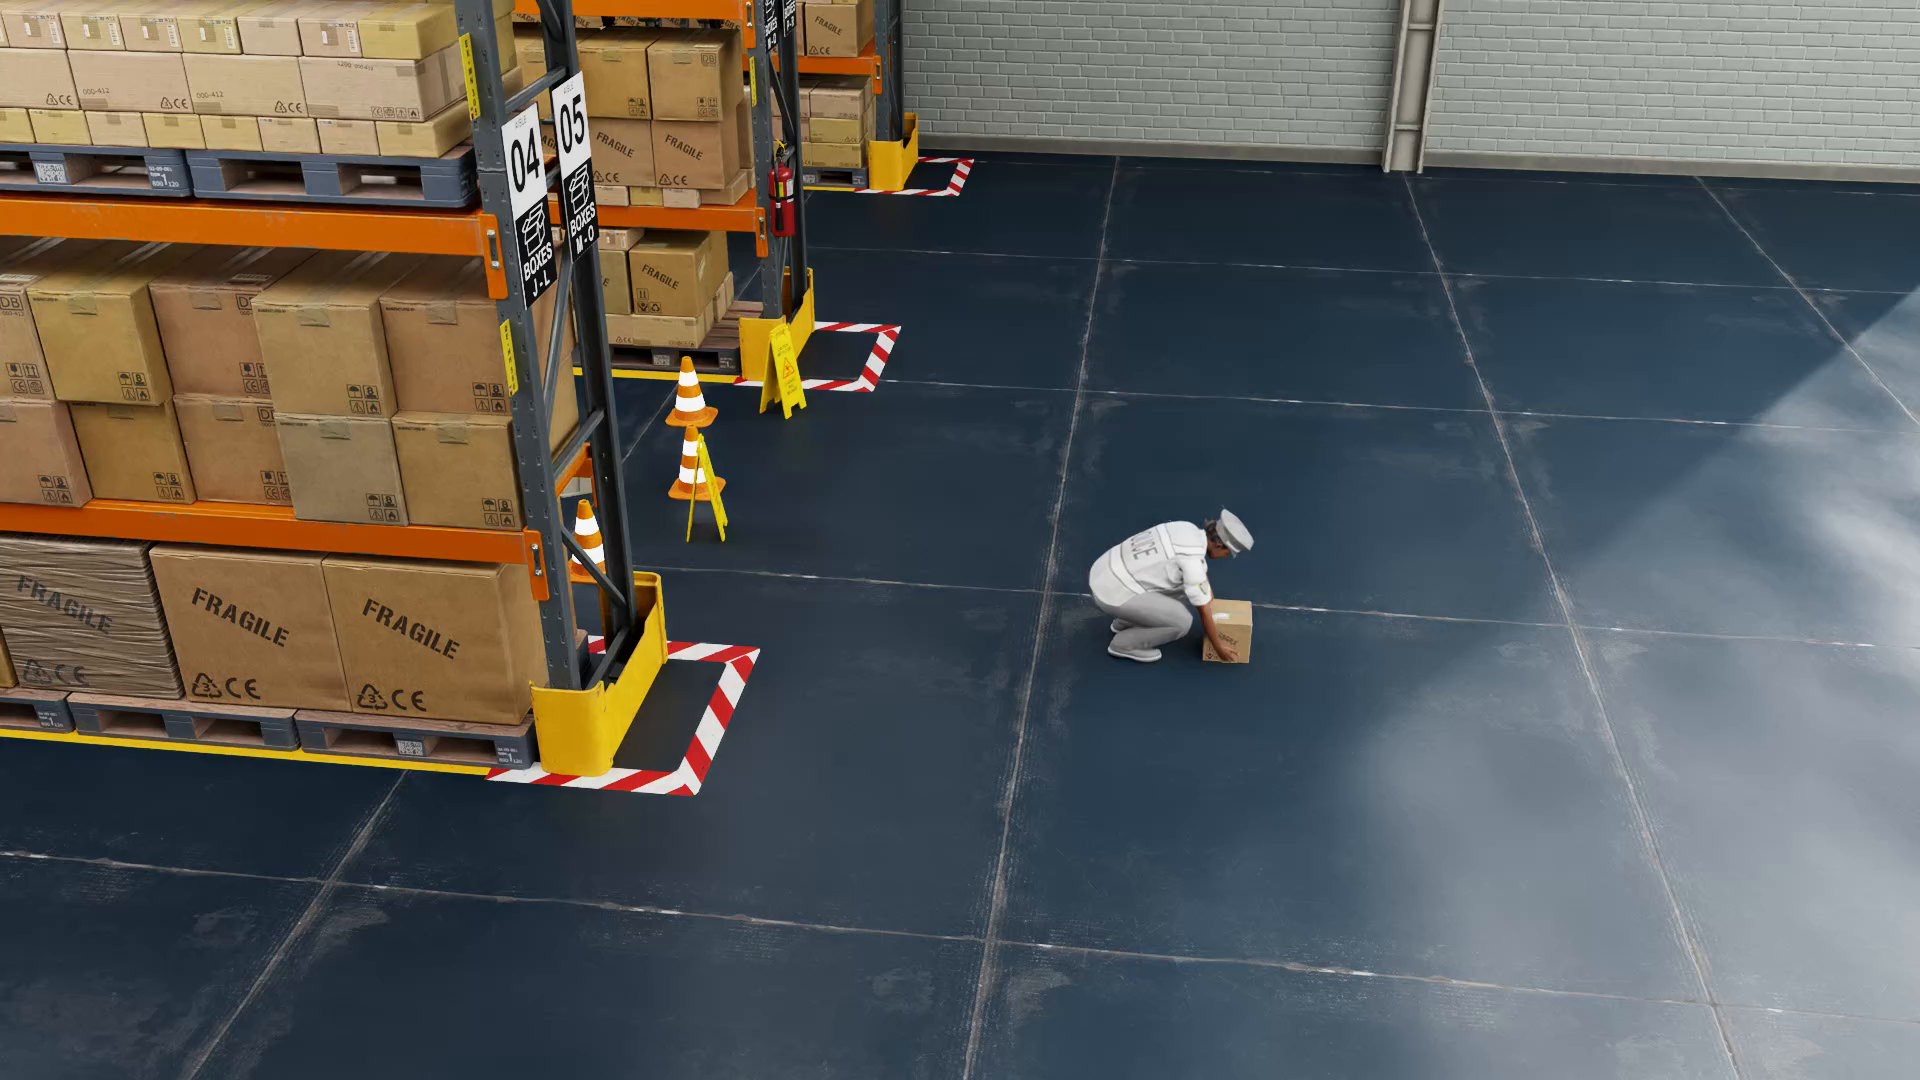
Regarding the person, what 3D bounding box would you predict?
[{"bbox_3d":[1.149,0.204,9.069,0.904,0.881,0.469,2,29,4],"label":"person"}]
